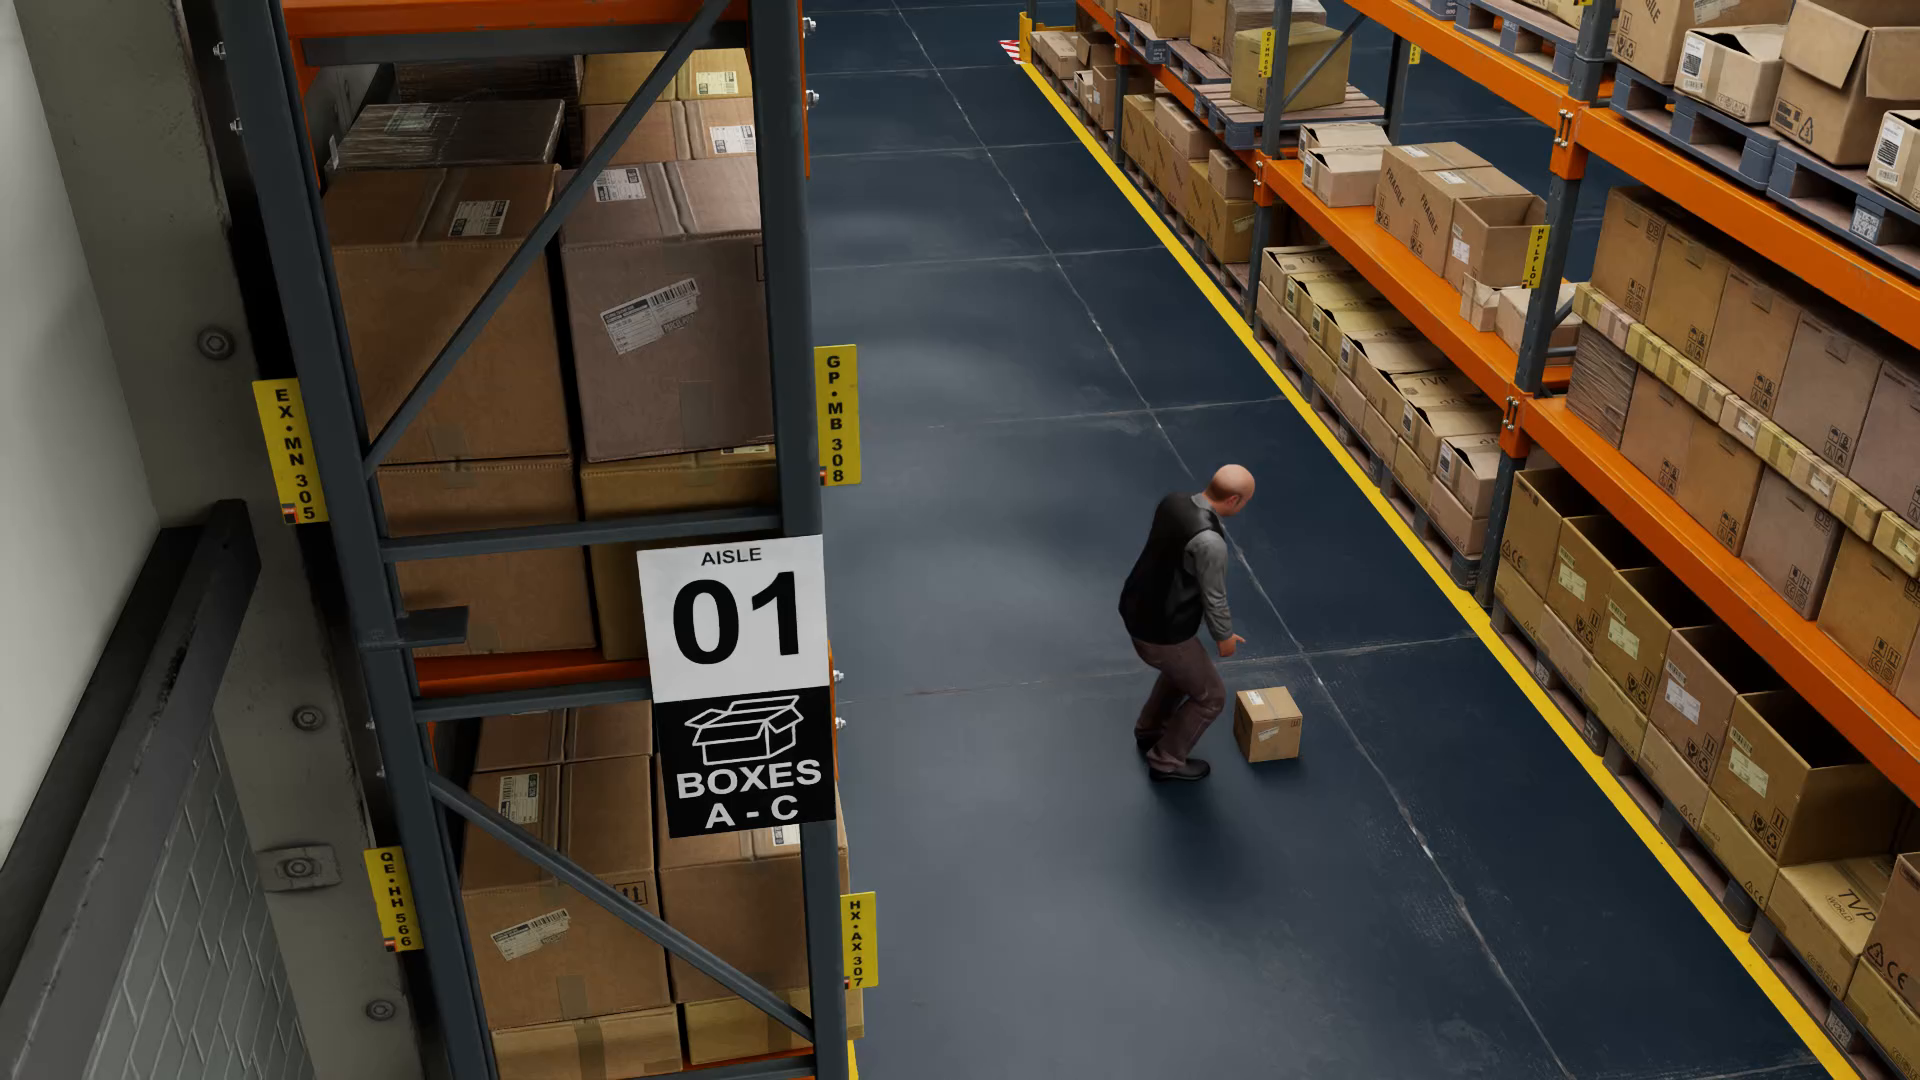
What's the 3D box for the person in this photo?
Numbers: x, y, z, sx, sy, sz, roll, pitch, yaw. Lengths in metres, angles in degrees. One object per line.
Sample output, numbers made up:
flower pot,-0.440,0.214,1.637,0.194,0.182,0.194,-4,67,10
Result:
person,1.096,0.560,7.847,0.815,1.079,0.573,-5,31,-9
